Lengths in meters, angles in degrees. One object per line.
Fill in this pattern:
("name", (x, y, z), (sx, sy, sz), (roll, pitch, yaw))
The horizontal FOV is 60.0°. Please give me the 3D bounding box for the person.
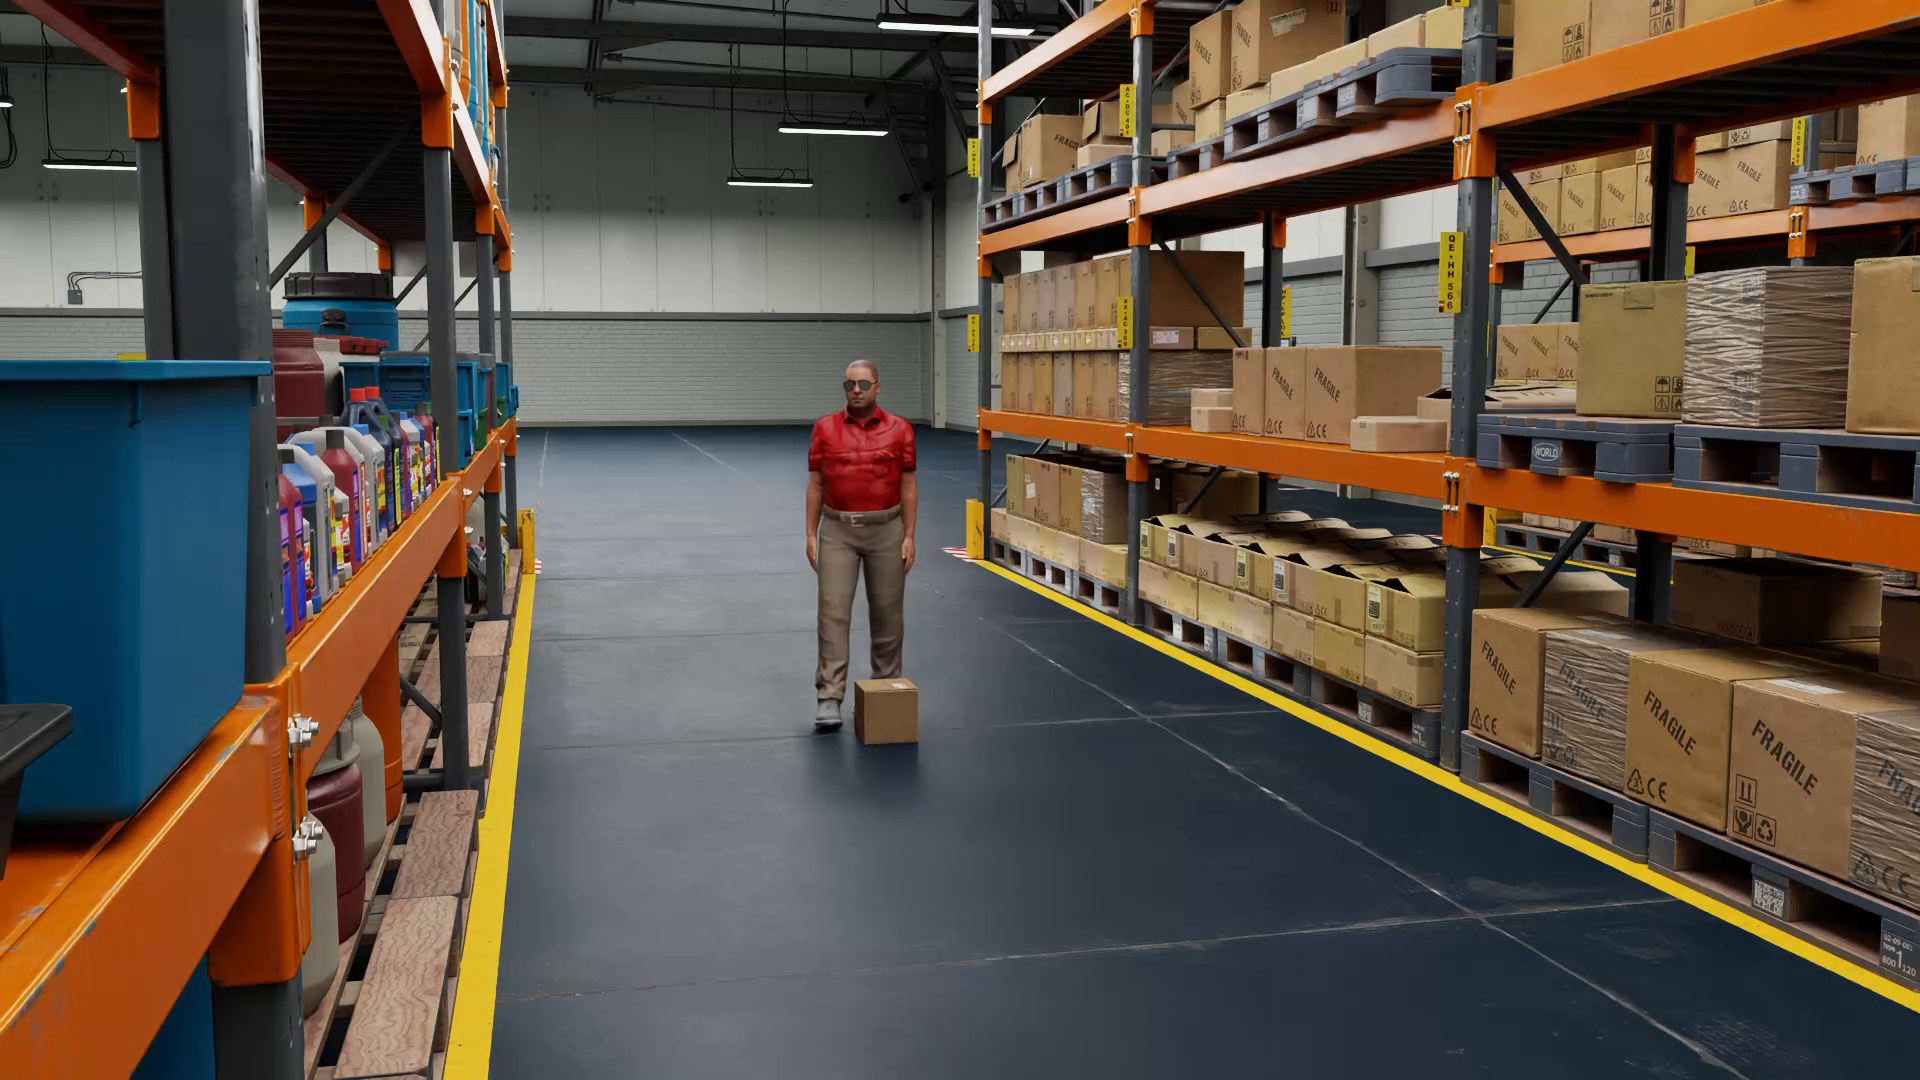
("person", (-0.467, 0.005, 7.930), (0.541, 1.719, 0.620), (0, 6, -4))
